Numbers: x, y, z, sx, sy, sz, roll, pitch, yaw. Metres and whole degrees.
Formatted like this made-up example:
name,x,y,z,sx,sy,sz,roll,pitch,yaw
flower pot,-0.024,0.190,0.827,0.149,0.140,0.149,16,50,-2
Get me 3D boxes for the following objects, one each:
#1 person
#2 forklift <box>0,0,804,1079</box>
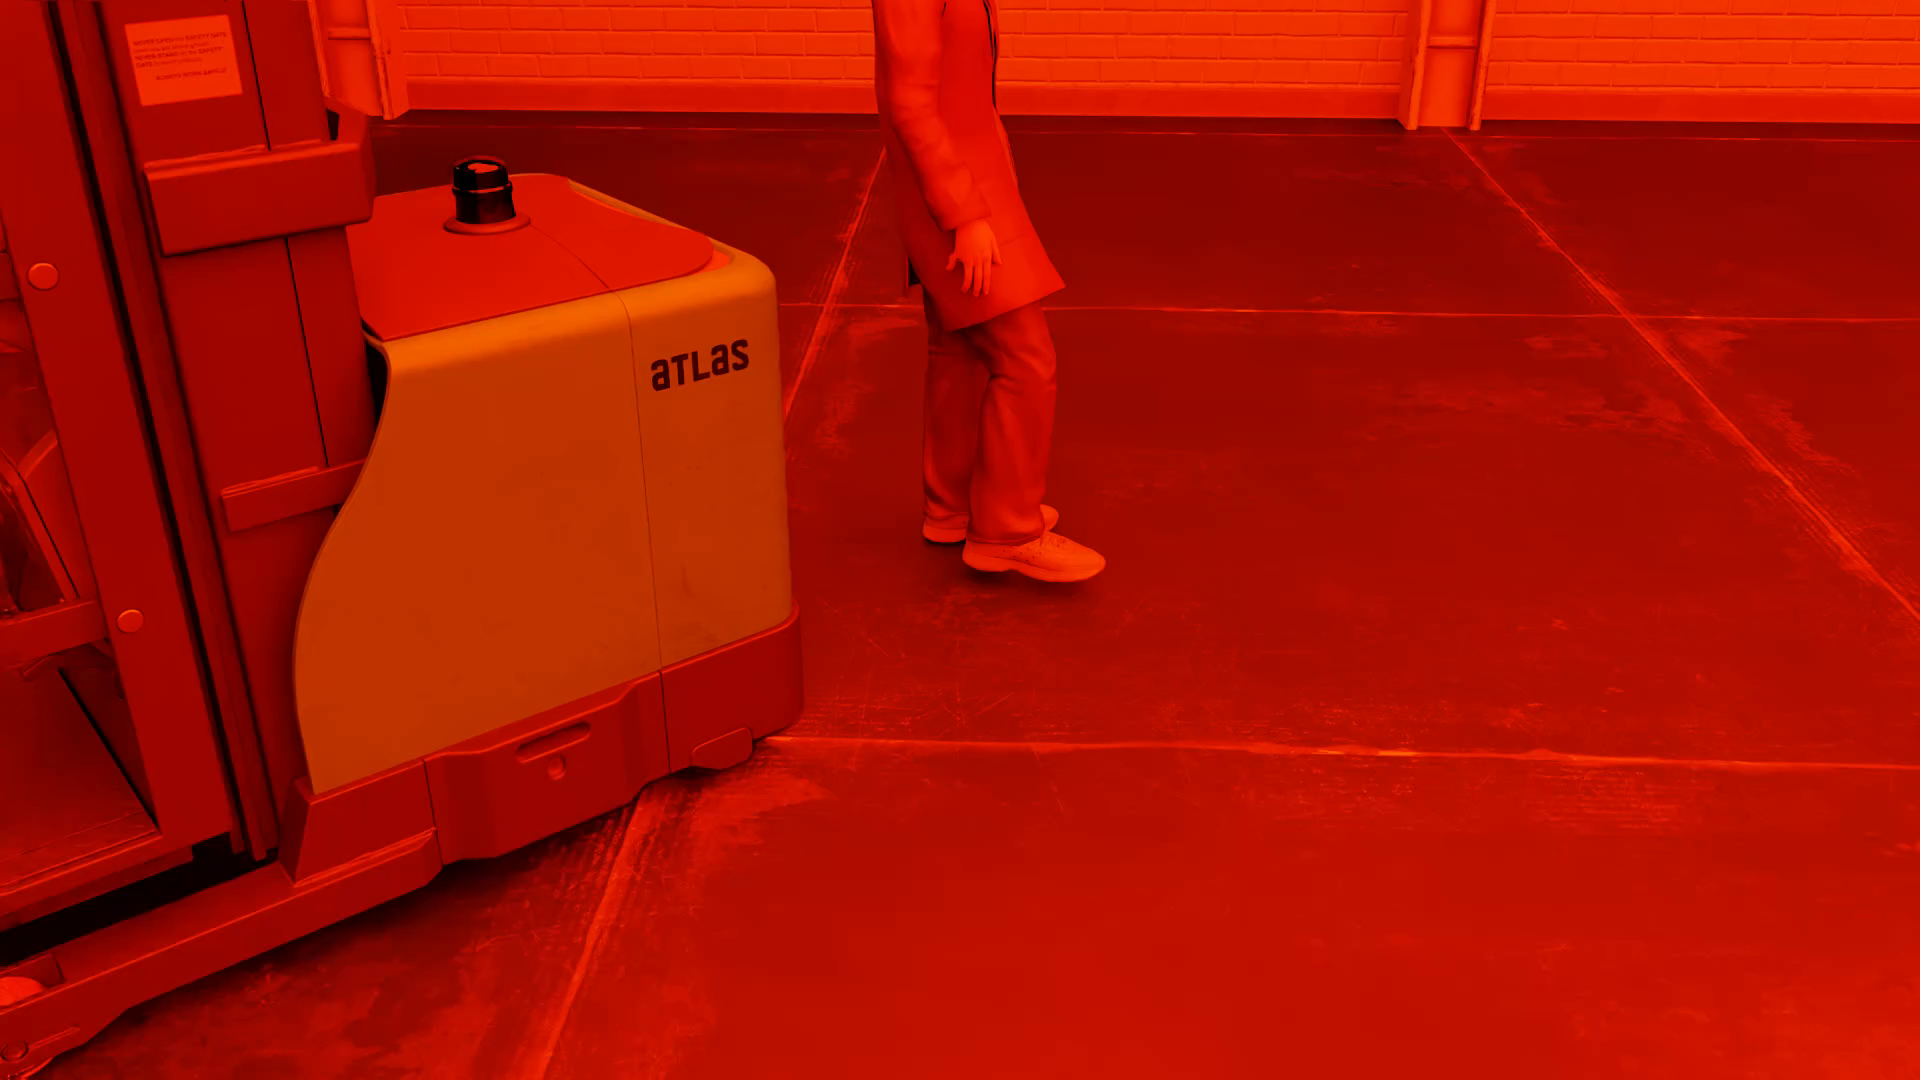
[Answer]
name,x,y,z,sx,sy,sz,roll,pitch,yaw
person,0.092,-0.800,4.118,0.580,1.777,0.698,1,26,2
forklift,-1.803,-0.637,2.499,3.031,2.935,1.130,-20,32,-34
